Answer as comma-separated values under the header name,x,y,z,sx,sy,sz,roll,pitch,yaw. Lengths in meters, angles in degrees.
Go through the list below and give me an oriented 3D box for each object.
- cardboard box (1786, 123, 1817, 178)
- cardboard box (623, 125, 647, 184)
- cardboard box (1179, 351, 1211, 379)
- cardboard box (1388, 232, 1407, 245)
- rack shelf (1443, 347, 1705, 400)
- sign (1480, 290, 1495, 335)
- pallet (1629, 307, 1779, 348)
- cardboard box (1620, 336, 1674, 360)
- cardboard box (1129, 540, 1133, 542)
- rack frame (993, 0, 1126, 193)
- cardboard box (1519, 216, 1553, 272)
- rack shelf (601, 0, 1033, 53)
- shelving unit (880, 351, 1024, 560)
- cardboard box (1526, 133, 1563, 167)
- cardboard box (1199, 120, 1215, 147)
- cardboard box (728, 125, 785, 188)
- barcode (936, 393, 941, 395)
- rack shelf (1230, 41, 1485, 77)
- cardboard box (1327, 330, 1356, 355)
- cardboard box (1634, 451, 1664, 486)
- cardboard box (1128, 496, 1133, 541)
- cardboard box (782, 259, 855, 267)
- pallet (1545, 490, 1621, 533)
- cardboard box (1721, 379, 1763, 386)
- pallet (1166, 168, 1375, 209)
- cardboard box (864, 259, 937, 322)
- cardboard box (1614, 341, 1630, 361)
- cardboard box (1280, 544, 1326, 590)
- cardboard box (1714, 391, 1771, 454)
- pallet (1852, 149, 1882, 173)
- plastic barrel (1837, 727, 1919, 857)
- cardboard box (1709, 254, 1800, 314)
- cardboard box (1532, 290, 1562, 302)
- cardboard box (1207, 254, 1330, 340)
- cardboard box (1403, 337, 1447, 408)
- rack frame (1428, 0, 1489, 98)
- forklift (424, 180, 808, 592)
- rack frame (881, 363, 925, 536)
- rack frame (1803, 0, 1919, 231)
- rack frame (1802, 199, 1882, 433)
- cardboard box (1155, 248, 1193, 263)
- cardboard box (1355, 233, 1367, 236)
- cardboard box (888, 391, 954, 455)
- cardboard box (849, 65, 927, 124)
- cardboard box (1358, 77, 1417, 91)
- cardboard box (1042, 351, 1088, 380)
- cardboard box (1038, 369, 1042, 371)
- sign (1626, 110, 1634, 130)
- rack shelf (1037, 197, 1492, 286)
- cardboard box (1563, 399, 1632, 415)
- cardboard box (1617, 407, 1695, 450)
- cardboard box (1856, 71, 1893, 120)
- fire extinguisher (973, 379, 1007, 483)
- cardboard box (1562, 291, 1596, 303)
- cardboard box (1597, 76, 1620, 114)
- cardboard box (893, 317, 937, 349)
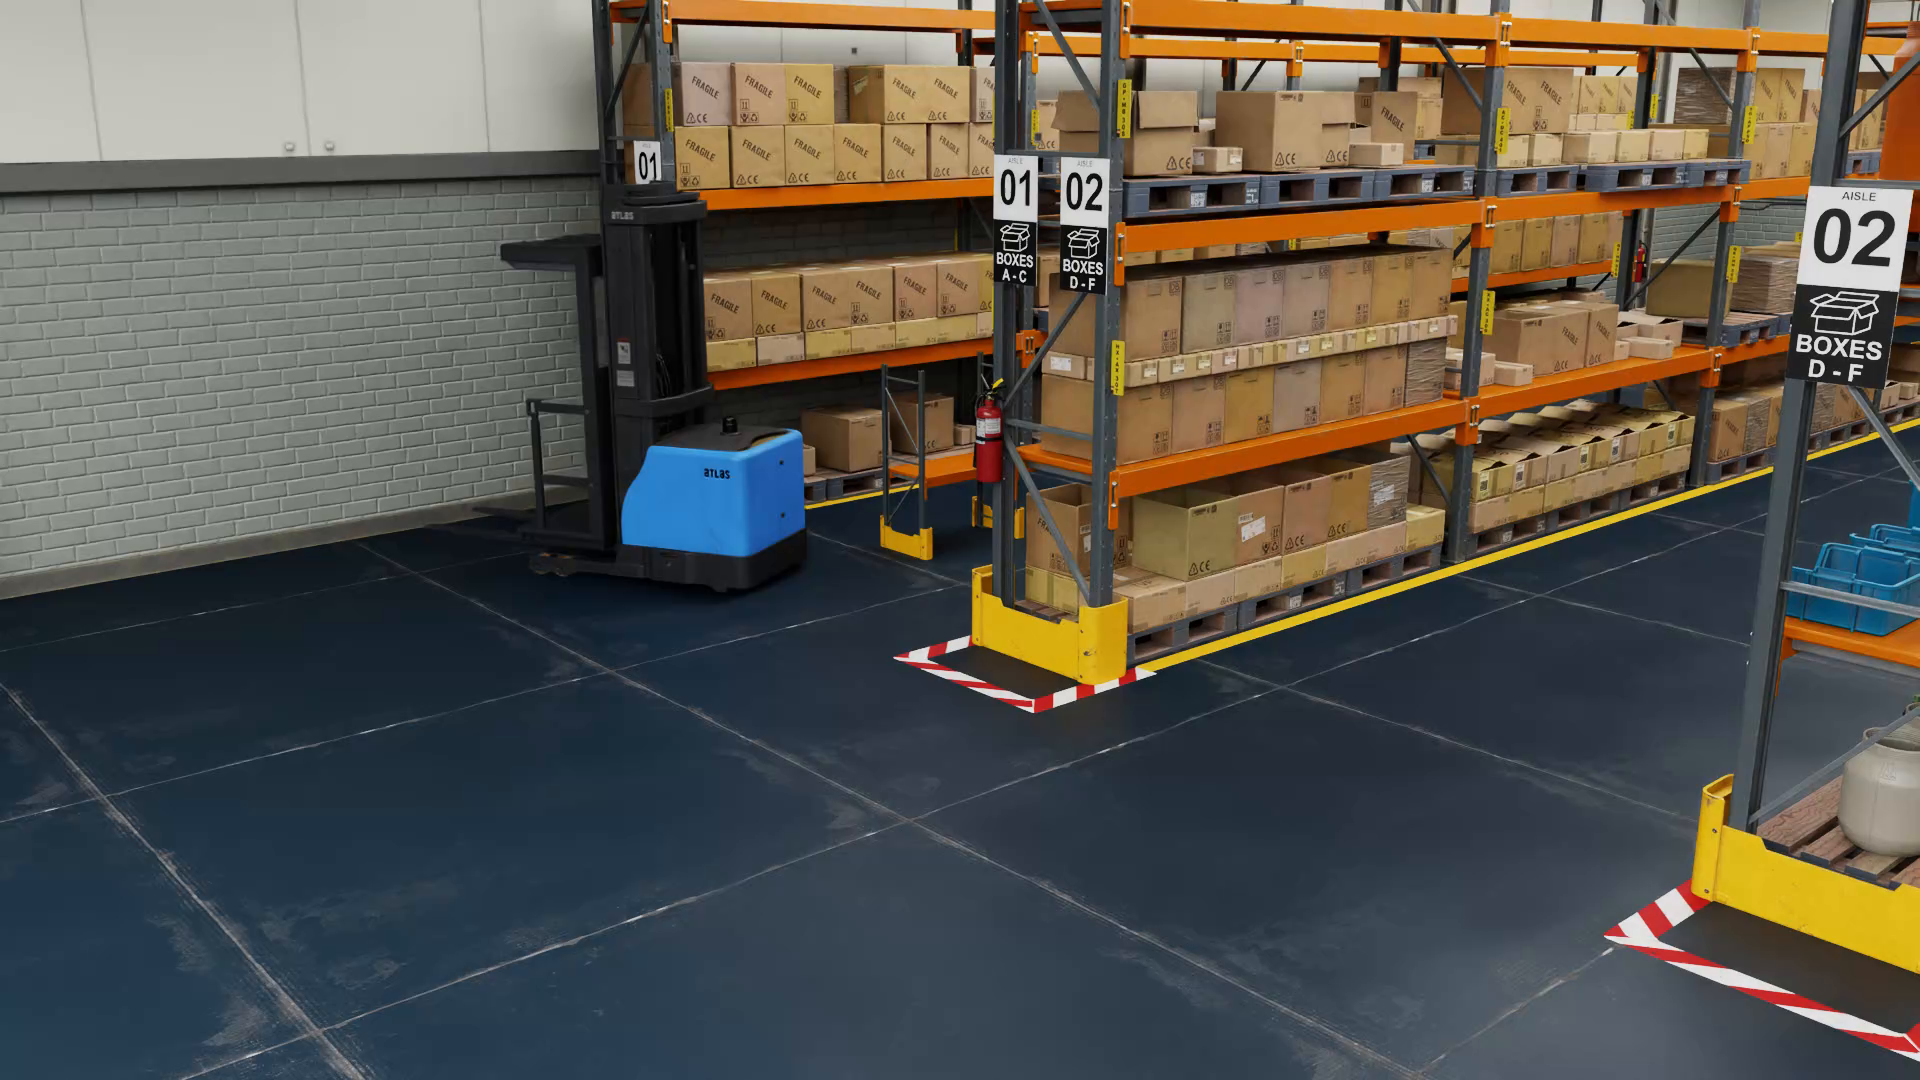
name,x,y,z,sx,sy,sz,roll,pitch,yaw
cardboard box,7.704,-3.792,16.127,0.500,0.500,0.910,-13,19,-39
cardboard box,-2.521,-3.275,14.154,0.500,0.500,0.500,-11,18,-35
cardboard box,1.409,-1.158,10.821,0.250,0.149,0.380,-13,19,-39
cardboard box,5.064,-3.498,20.224,0.500,0.500,0.500,-12,19,-38
rack shelf,5.112,-1.448,14.372,3.809,0.124,0.919,-13,19,-39
sign,3.968,-1.711,12.511,0.005,0.325,0.100,-13,19,-39
pallet,7.086,-2.075,16.079,1.003,0.211,1.213,-13,19,-39
cardboard box,6.123,-1.712,14.834,0.250,0.149,0.380,-13,19,-39
cardboard box,1.541,0.121,12.000,0.500,0.250,0.500,-13,19,-39
rack frame,0.585,-3.583,9.725,0.127,3.000,1.000,-13,19,-39
cardboard box,7.358,-4.037,22.470,0.700,0.700,0.980,-13,20,-41
rack shelf,-1.160,-4.536,14.695,4.000,0.370,1.077,-13,19,-39
shelving unit,-0.058,-0.712,13.508,1.083,1.500,0.587,-13,19,-39
cardboard box,4.487,-3.138,13.348,0.500,0.250,0.500,14,20,42
cardboard box,1.700,-2.702,11.327,0.500,0.311,0.500,-10,18,-33
cardboard box,-1.824,-3.247,14.049,0.500,0.500,0.500,-11,19,-36
barcode,-0.217,-1.440,16.701,0.075,0.075,0.001,-13,19,-39
rack shelf,4.875,-5.700,19.820,4.000,0.370,1.077,-13,19,-39
cardboard box,2.580,-1.421,11.807,0.250,0.149,0.380,-12,19,-38
cardboard box,5.997,-0.689,15.033,0.500,0.250,0.500,-13,20,-40
cardboard box,1.539,-0.242,11.905,0.500,0.500,0.500,-13,19,-39
cardboard box,-1.300,-2.326,15.444,0.500,0.500,0.500,-12,19,-39
pallet,5.054,-0.355,14.669,1.213,0.211,1.003,-13,19,-39
cardboard box,7.954,-1.426,17.268,0.500,0.500,0.500,-14,20,-41
pallet,2.057,-2.413,11.331,1.213,0.211,1.003,-13,19,-39
cardboard box,-0.565,-2.316,15.407,0.500,0.500,0.500,-13,20,-41
cardboard box,5.695,-1.691,14.756,0.250,0.149,0.380,-11,18,-35
cardboard box,2.269,0.140,11.928,0.500,0.250,0.500,-13,19,-39
cardboard box,7.543,-1.156,16.255,0.500,0.500,0.500,-14,20,-41
pallet,9.100,-3.979,17.385,1.003,0.211,1.213,-13,19,-39
plastic barrel,4.280,1.153,7.627,0.421,0.512,0.421,0,15,0
cardboard box,7.837,-2.537,16.428,0.500,0.500,0.700,-9,17,-29
cardboard box,8.331,-3.461,23.667,0.250,0.149,0.380,-12,19,-39
cardboard box,2.137,-1.706,11.615,0.500,0.500,0.700,-13,19,-39
cardboard box,3.272,-1.334,12.737,0.500,0.500,0.700,-13,20,-41
rack frame,6.383,-6.579,20.944,0.127,3.000,1.000,-13,19,-39
forklift,-2.762,-1.250,12.751,3.031,2.935,1.130,6,16,20
rack frame,-0.448,-0.624,13.180,0.032,1.500,0.500,-13,19,-39
rack frame,3.834,-2.618,6.113,0.127,3.000,1.000,-13,19,-39
rack frame,9.638,-2.717,18.110,0.127,3.000,1.000,-13,19,-39
cardboard box,2.093,-2.967,18.000,0.500,0.500,0.700,-13,19,-39
cardboard box,4.657,-3.771,19.792,0.500,0.250,0.500,-12,19,-39
cardboard box,-0.408,-1.147,16.223,0.500,0.500,0.500,14,21,43
cardboard box,-0.645,-3.993,14.903,0.500,0.500,0.500,-14,20,-41
cardboard box,5.227,-5.533,20.341,0.500,0.250,0.500,-13,20,-41
cardboard box,0.749,-1.148,10.784,0.250,0.149,0.380,-13,20,-40
cardboard box,1.250,-1.556,17.753,0.500,0.500,0.700,-13,20,-40
sign,6.266,-3.844,15.516,0.005,0.325,0.100,-13,19,-39
rack shelf,2.094,-2.125,11.473,4.000,0.370,1.077,-13,19,-39
cardboard box,6.033,-1.153,15.683,0.500,0.311,0.500,-12,19,-38
cardboard box,6.387,-1.048,15.290,0.500,0.311,0.500,-12,19,-38
cardboard box,9.980,-4.788,17.917,0.500,0.500,0.700,-13,19,-39
fire extinguisher,0.191,-0.717,10.773,0.183,0.674,0.296,-13,19,-39
cardboard box,8.769,-3.428,23.546,0.250,0.149,0.380,-12,19,-38
cardboard box,8.643,-6.089,22.751,0.500,0.500,0.500,-12,19,-38
cardboard box,-0.561,-1.953,15.499,0.500,0.250,0.500,-13,20,-40
